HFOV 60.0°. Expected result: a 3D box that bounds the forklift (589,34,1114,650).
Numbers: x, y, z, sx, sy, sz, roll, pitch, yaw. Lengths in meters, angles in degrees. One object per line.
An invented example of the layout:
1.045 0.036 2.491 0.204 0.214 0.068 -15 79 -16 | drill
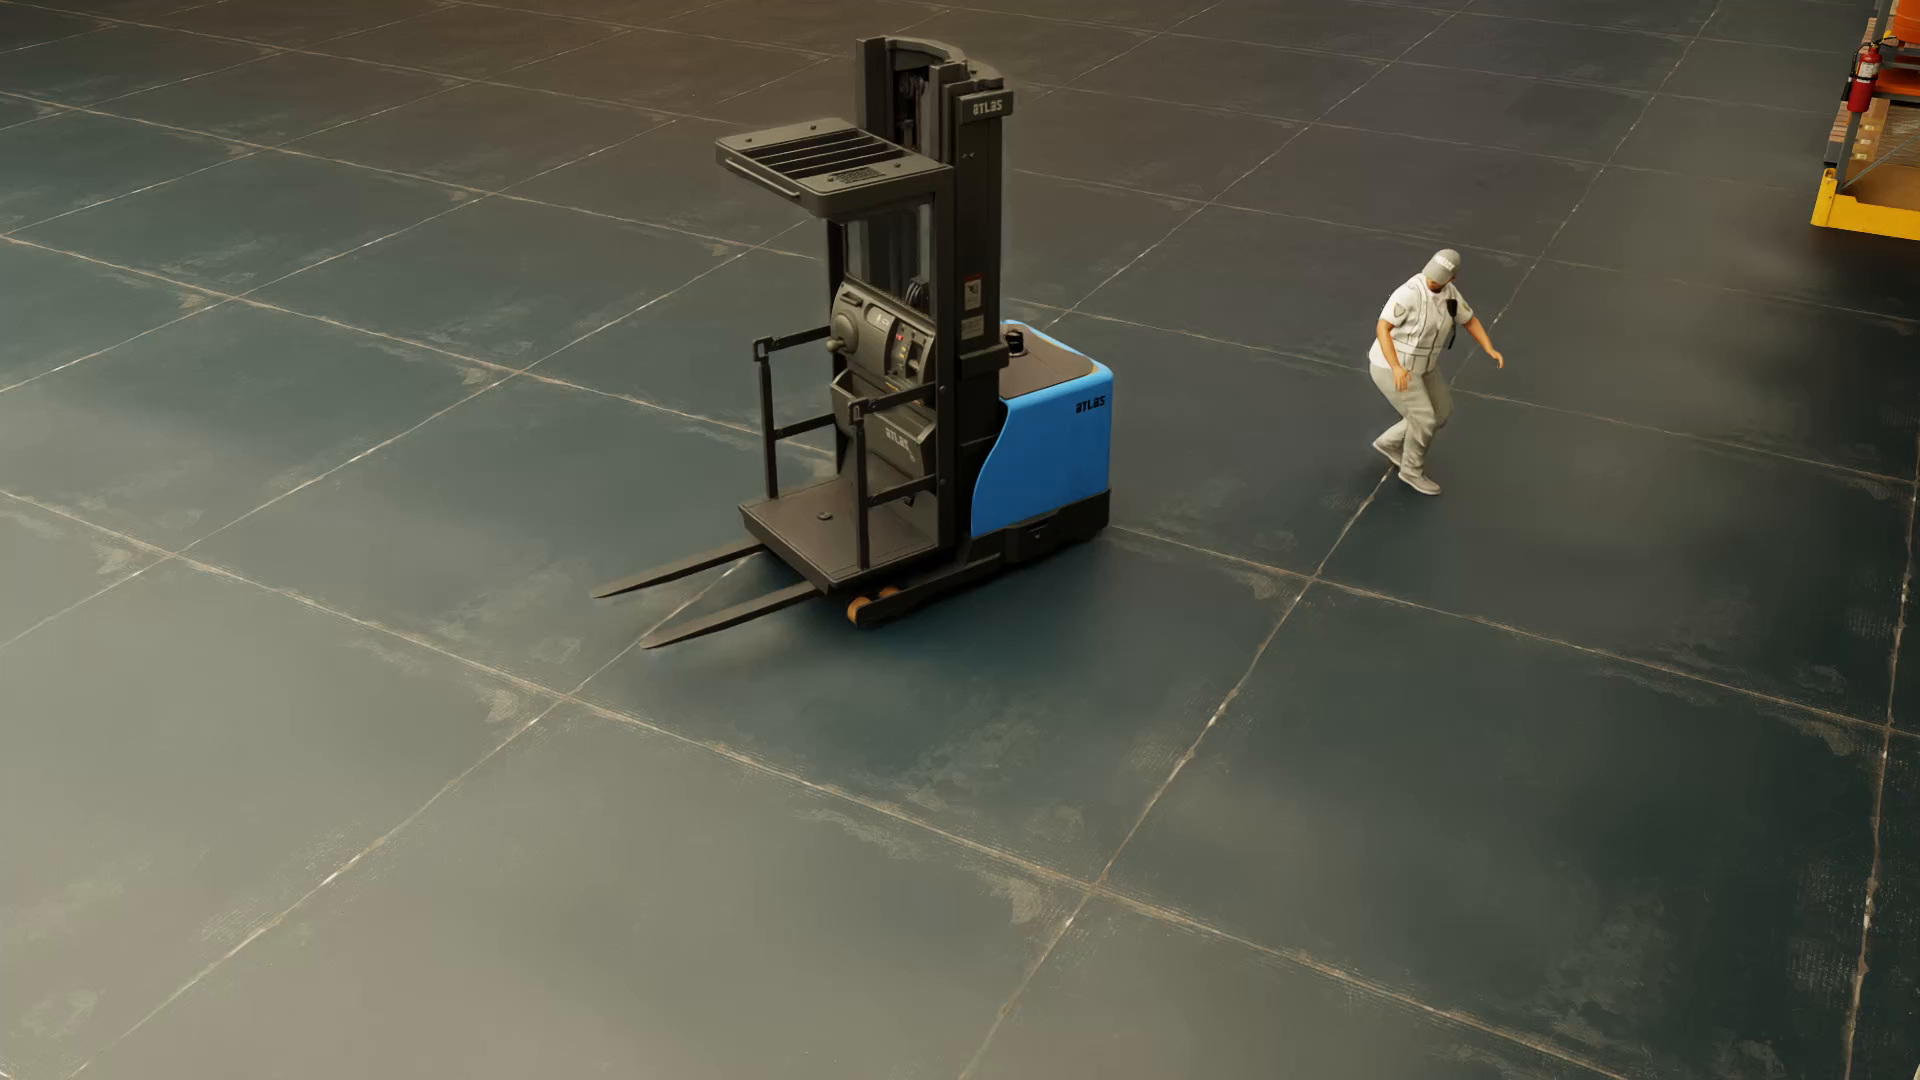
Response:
-0.594 -1.088 8.955 3.031 2.935 1.130 -20 35 -30 | forklift

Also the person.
2.893 -1.034 10.241 0.779 1.554 0.743 -25 38 -36 | person
